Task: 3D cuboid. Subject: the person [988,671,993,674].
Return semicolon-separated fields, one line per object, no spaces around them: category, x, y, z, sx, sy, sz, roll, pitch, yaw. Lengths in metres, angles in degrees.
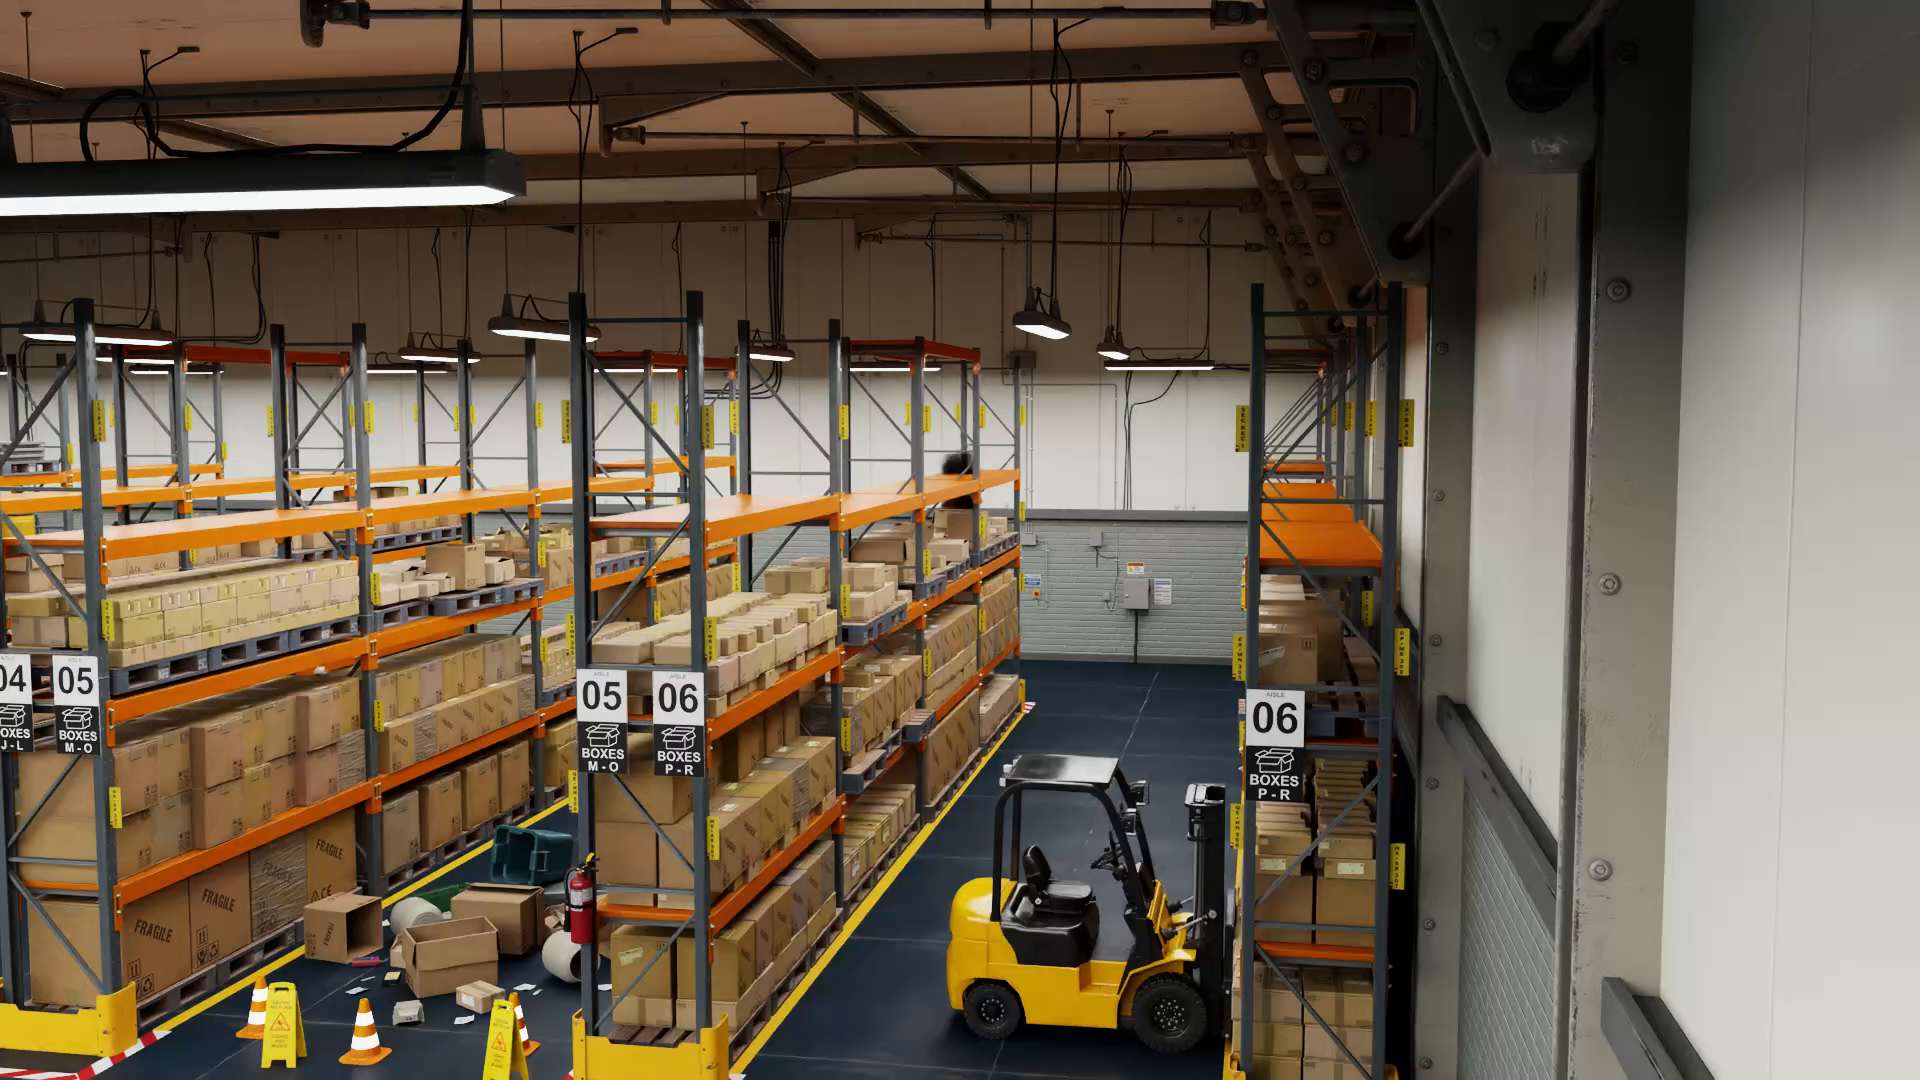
person;0.309;1.960;29.688;0.633;1.674;0.650;3;5;32

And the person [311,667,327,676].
person;-8.689;2.535;22.565;0.593;1.622;0.546;0;5;3
